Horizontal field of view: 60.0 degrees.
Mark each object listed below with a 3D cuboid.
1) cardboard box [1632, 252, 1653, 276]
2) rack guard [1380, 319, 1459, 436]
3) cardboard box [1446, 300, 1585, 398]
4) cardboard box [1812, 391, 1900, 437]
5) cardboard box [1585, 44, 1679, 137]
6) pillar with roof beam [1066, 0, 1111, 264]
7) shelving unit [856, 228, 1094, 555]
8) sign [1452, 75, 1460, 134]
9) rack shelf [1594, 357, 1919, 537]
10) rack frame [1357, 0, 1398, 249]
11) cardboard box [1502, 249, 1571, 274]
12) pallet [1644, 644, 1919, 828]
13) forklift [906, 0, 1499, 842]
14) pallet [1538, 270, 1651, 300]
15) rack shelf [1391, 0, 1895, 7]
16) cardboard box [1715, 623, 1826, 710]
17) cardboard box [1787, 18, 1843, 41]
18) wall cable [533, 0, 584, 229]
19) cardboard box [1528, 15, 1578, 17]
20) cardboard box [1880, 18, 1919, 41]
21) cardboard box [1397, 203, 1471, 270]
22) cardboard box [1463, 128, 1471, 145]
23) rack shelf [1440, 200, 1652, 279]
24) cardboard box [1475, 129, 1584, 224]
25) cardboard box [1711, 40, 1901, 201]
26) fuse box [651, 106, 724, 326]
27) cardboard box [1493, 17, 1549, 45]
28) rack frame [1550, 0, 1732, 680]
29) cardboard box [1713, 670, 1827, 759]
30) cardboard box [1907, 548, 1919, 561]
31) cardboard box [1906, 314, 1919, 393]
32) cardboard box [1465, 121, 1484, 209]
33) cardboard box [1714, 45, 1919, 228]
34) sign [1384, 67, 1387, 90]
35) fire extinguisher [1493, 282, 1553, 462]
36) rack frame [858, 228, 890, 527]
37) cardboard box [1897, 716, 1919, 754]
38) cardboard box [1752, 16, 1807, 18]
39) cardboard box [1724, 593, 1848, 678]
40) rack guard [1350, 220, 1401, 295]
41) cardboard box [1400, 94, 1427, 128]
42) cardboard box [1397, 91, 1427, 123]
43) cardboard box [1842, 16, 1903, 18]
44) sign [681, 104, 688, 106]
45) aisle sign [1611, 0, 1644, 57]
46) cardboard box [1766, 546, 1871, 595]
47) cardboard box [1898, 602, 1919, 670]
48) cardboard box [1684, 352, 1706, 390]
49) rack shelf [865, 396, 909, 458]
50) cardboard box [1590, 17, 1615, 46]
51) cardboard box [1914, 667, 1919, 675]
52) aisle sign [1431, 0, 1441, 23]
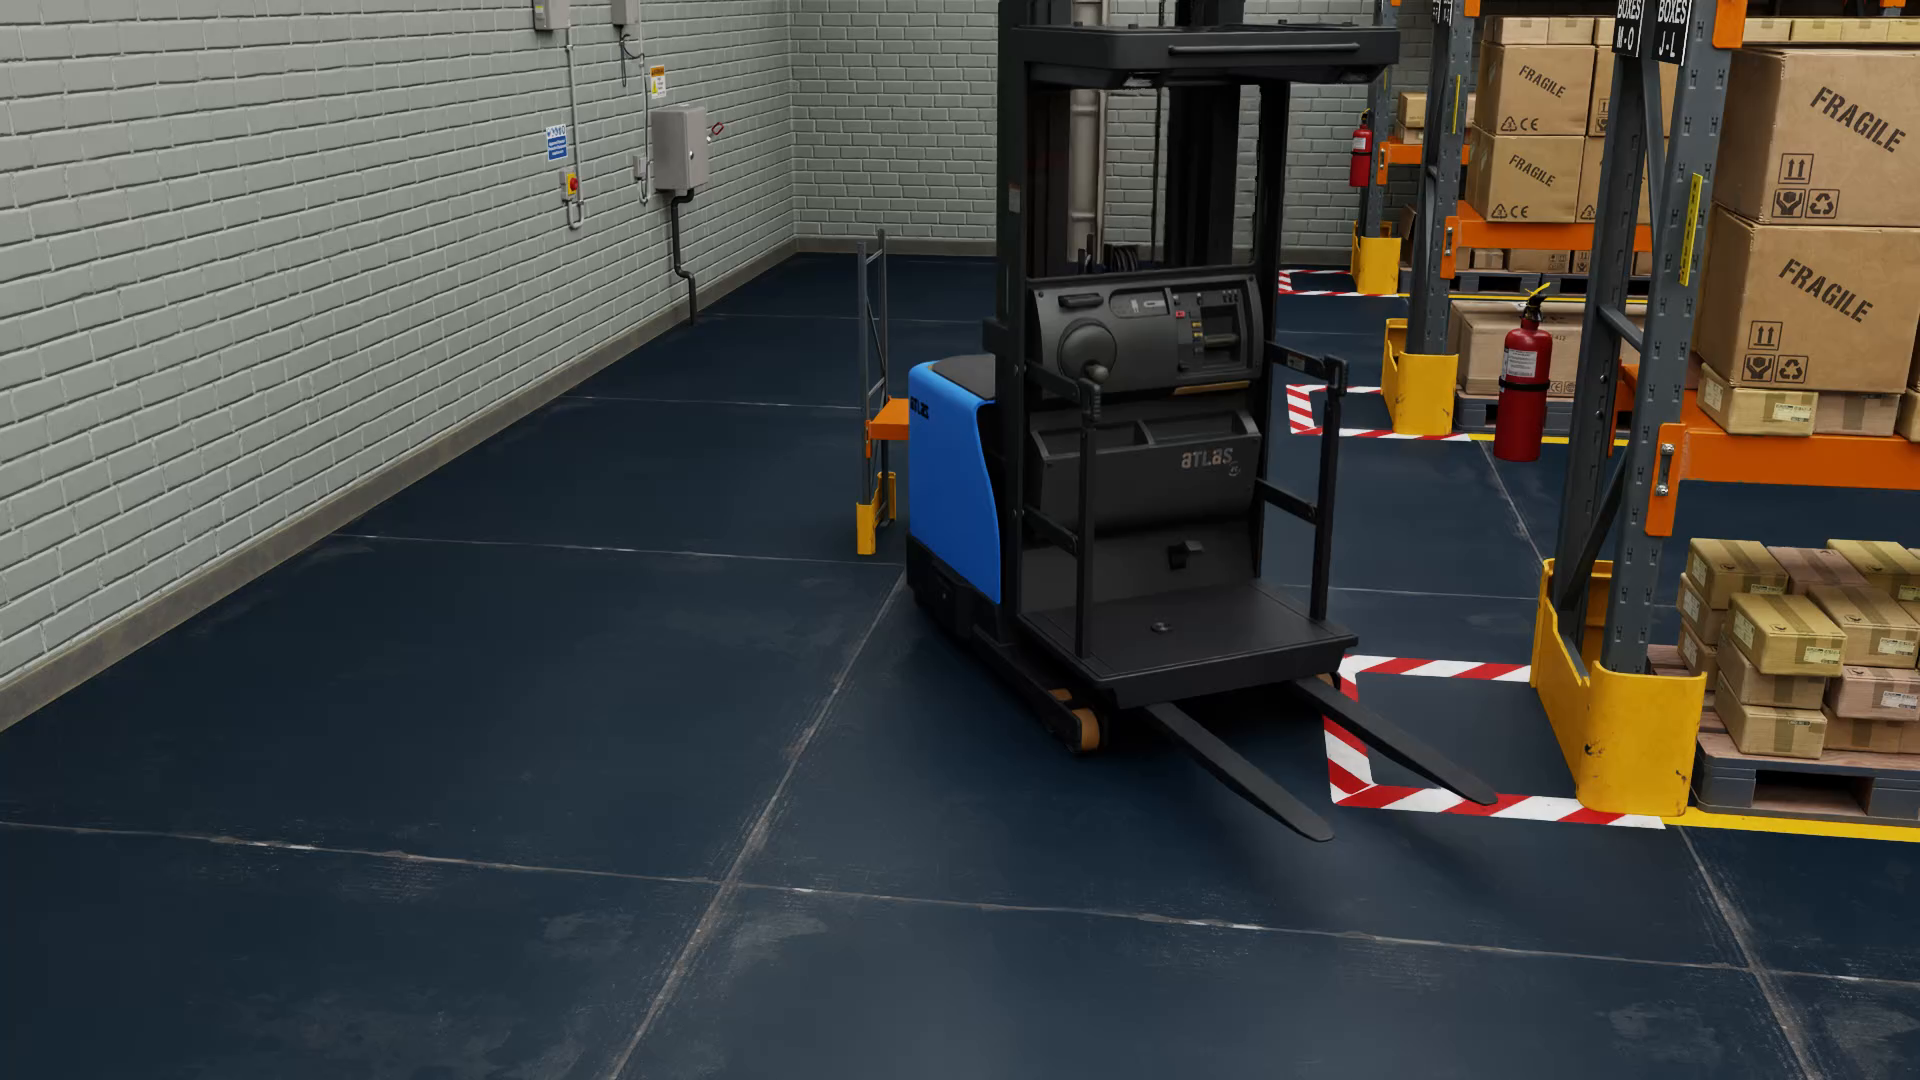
[{"bbox_3d":[6.199,-2.648,14.767,0.500,0.500,0.700,2,19,7],"label":"cardboard box"},{"bbox_3d":[2.940,-1.063,10.691,0.348,0.500,1.175,3,19,9],"label":"rack guard"},{"bbox_3d":[3.631,-1.229,10.625,0.875,0.438,0.875,2,19,7],"label":"cardboard box"},{"bbox_3d":[2.804,-0.453,5.326,0.250,0.149,0.380,4,19,11],"label":"cardboard box"},{"bbox_3d":[3.904,-2.631,9.706,0.500,0.500,0.500,2,19,7],"label":"cardboard box"},{"bbox_3d":[0.546,-5.716,11.206,0.400,9.000,9.100,3,19,9],"label":"pillar with roof beam"},{"bbox_3d":[0.075,-0.707,8.054,1.083,1.500,0.587,3,19,9],"label":"shelving unit"},{"bbox_3d":[2.870,-2.521,9.622,0.005,0.325,0.100,3,19,9],"label":"sign"},{"bbox_3d":[4.253,-0.249,5.454,4.000,0.370,1.077,3,19,9],"label":"rack shelf"},{"bbox_3d":[3.748,-3.802,14.939,0.127,3.000,1.000,3,19,9],"label":"rack frame"},{"bbox_3d":[5.174,-2.700,14.923,0.500,0.500,0.700,4,19,11],"label":"cardboard box"},{"bbox_3d":[3.150,0.687,5.917,1.213,0.211,1.003,3,19,9],"label":"pallet"},{"bbox_3d":[0.791,-0.770,5.985,1.130,2.935,3.031,-8,20,-21],"label":"forklift"},{"bbox_3d":[5.811,-2.374,15.065,1.213,0.211,1.003,3,19,9],"label":"pallet"},{"bbox_3d":[5.722,-4.783,14.276,4.000,0.370,1.077,3,19,9],"label":"rack shelf"},{"bbox_3d":[2.755,0.428,5.660,0.250,0.149,0.380,4,19,11],"label":"cardboard box"},{"bbox_3d":[4.795,-2.880,9.428,0.250,0.149,0.380,2,19,7],"label":"cardboard box"},{"bbox_3d":[-2.607,-3.020,10.951,0.123,1.953,0.585,3,19,9],"label":"wall cable"},{"bbox_3d":[3.604,-3.115,10.131,0.250,0.149,0.380,3,19,10],"label":"cardboard box"},{"bbox_3d":[5.307,-2.875,9.412,0.250,0.149,0.380,3,19,7],"label":"cardboard box"},{"bbox_3d":[4.336,-2.757,15.088,0.637,0.503,0.797,2,19,6],"label":"cardboard box"},{"bbox_3d":[4.552,-3.580,14.671,0.250,0.149,0.380,3,19,8],"label":"cardboard box"},{"bbox_3d":[4.939,-1.805,10.104,4.000,0.370,1.077,3,19,9],"label":"rack shelf"},{"bbox_3d":[3.392,-2.180,9.934,0.500,0.500,0.500,3,19,8],"label":"cardboard box"},{"bbox_3d":[2.770,-1.409,5.583,0.500,0.500,0.500,3,19,8],"label":"cardboard box"},{"bbox_3d":[-2.130,-2.563,13.267,0.414,1.711,0.539,3,19,9],"label":"fuse box"},{"bbox_3d":[3.271,-2.971,9.701,0.250,0.149,0.380,3,19,10],"label":"cardboard box"},{"bbox_3d":[2.279,-0.691,5.641,0.127,3.000,1.000,3,19,9],"label":"rack frame"},{"bbox_3d":[2.745,0.588,5.648,0.250,0.149,0.380,3,19,10],"label":"cardboard box"},{"bbox_3d":[3.602,0.164,5.980,0.250,0.149,0.380,2,19,6],"label":"cardboard box"},{"bbox_3d":[3.210,-0.751,5.195,0.500,0.500,0.500,3,19,9],"label":"cardboard box"},{"bbox_3d":[3.482,-2.353,10.450,0.500,0.500,0.500,3,19,9],"label":"cardboard box"},{"bbox_3d":[2.680,-1.248,5.103,0.500,0.500,0.500,3,19,8],"label":"cardboard box"},{"bbox_3d":[3.662,-4.043,14.294,0.005,0.325,0.100,3,19,9],"label":"sign"},{"bbox_3d":[2.103,-0.635,6.182,0.183,0.674,0.296,3,19,9],"label":"fire extinguisher"},{"bbox_3d":[-0.418,-0.733,8.129,0.032,1.500,0.500,3,19,9],"label":"rack frame"},{"bbox_3d":[3.263,0.586,5.655,0.250,0.149,0.380,3,19,9],"label":"cardboard box"},{"bbox_3d":[4.875,-3.055,9.949,0.250,0.149,0.380,4,19,10],"label":"cardboard box"},{"bbox_3d":[2.742,0.312,5.535,0.250,0.149,0.380,2,19,6],"label":"cardboard box"},{"bbox_3d":[3.823,-2.613,15.324,0.348,0.500,1.175,3,19,9],"label":"rack guard"},{"bbox_3d":[4.153,-3.765,14.595,0.500,0.250,0.500,3,19,9],"label":"cardboard box"},{"bbox_3d":[4.244,-3.932,15.095,0.500,0.250,0.500,3,19,10],"label":"cardboard box"},{"bbox_3d":[5.374,-3.021,9.848,0.250,0.149,0.380,3,19,8],"label":"cardboard box"},{"bbox_3d":[-2.256,-3.294,13.571,0.001,0.494,0.329,3,19,9],"label":"sign"},{"bbox_3d":[2.254,-2.021,5.520,0.004,0.787,0.394,3,19,9],"label":"aisle sign"},{"bbox_3d":[3.080,0.158,5.998,0.250,0.149,0.380,3,19,10],"label":"cardboard box"},{"bbox_3d":[3.262,0.341,5.449,0.250,0.149,0.380,3,19,9],"label":"cardboard box"},{"bbox_3d":[2.645,-0.644,5.896,0.250,0.149,0.380,3,19,9],"label":"cardboard box"},{"bbox_3d":[0.084,-0.536,8.109,1.000,0.185,0.538,3,19,9],"label":"rack shelf"},{"bbox_3d":[3.779,-2.932,9.582,0.250,0.149,0.380,4,19,10],"label":"cardboard box"},{"bbox_3d":[3.272,0.444,5.612,0.250,0.149,0.380,3,19,9],"label":"cardboard box"},{"bbox_3d":[2.942,-3.580,10.180,0.004,0.787,0.394,3,19,9],"label":"aisle sign"}]
